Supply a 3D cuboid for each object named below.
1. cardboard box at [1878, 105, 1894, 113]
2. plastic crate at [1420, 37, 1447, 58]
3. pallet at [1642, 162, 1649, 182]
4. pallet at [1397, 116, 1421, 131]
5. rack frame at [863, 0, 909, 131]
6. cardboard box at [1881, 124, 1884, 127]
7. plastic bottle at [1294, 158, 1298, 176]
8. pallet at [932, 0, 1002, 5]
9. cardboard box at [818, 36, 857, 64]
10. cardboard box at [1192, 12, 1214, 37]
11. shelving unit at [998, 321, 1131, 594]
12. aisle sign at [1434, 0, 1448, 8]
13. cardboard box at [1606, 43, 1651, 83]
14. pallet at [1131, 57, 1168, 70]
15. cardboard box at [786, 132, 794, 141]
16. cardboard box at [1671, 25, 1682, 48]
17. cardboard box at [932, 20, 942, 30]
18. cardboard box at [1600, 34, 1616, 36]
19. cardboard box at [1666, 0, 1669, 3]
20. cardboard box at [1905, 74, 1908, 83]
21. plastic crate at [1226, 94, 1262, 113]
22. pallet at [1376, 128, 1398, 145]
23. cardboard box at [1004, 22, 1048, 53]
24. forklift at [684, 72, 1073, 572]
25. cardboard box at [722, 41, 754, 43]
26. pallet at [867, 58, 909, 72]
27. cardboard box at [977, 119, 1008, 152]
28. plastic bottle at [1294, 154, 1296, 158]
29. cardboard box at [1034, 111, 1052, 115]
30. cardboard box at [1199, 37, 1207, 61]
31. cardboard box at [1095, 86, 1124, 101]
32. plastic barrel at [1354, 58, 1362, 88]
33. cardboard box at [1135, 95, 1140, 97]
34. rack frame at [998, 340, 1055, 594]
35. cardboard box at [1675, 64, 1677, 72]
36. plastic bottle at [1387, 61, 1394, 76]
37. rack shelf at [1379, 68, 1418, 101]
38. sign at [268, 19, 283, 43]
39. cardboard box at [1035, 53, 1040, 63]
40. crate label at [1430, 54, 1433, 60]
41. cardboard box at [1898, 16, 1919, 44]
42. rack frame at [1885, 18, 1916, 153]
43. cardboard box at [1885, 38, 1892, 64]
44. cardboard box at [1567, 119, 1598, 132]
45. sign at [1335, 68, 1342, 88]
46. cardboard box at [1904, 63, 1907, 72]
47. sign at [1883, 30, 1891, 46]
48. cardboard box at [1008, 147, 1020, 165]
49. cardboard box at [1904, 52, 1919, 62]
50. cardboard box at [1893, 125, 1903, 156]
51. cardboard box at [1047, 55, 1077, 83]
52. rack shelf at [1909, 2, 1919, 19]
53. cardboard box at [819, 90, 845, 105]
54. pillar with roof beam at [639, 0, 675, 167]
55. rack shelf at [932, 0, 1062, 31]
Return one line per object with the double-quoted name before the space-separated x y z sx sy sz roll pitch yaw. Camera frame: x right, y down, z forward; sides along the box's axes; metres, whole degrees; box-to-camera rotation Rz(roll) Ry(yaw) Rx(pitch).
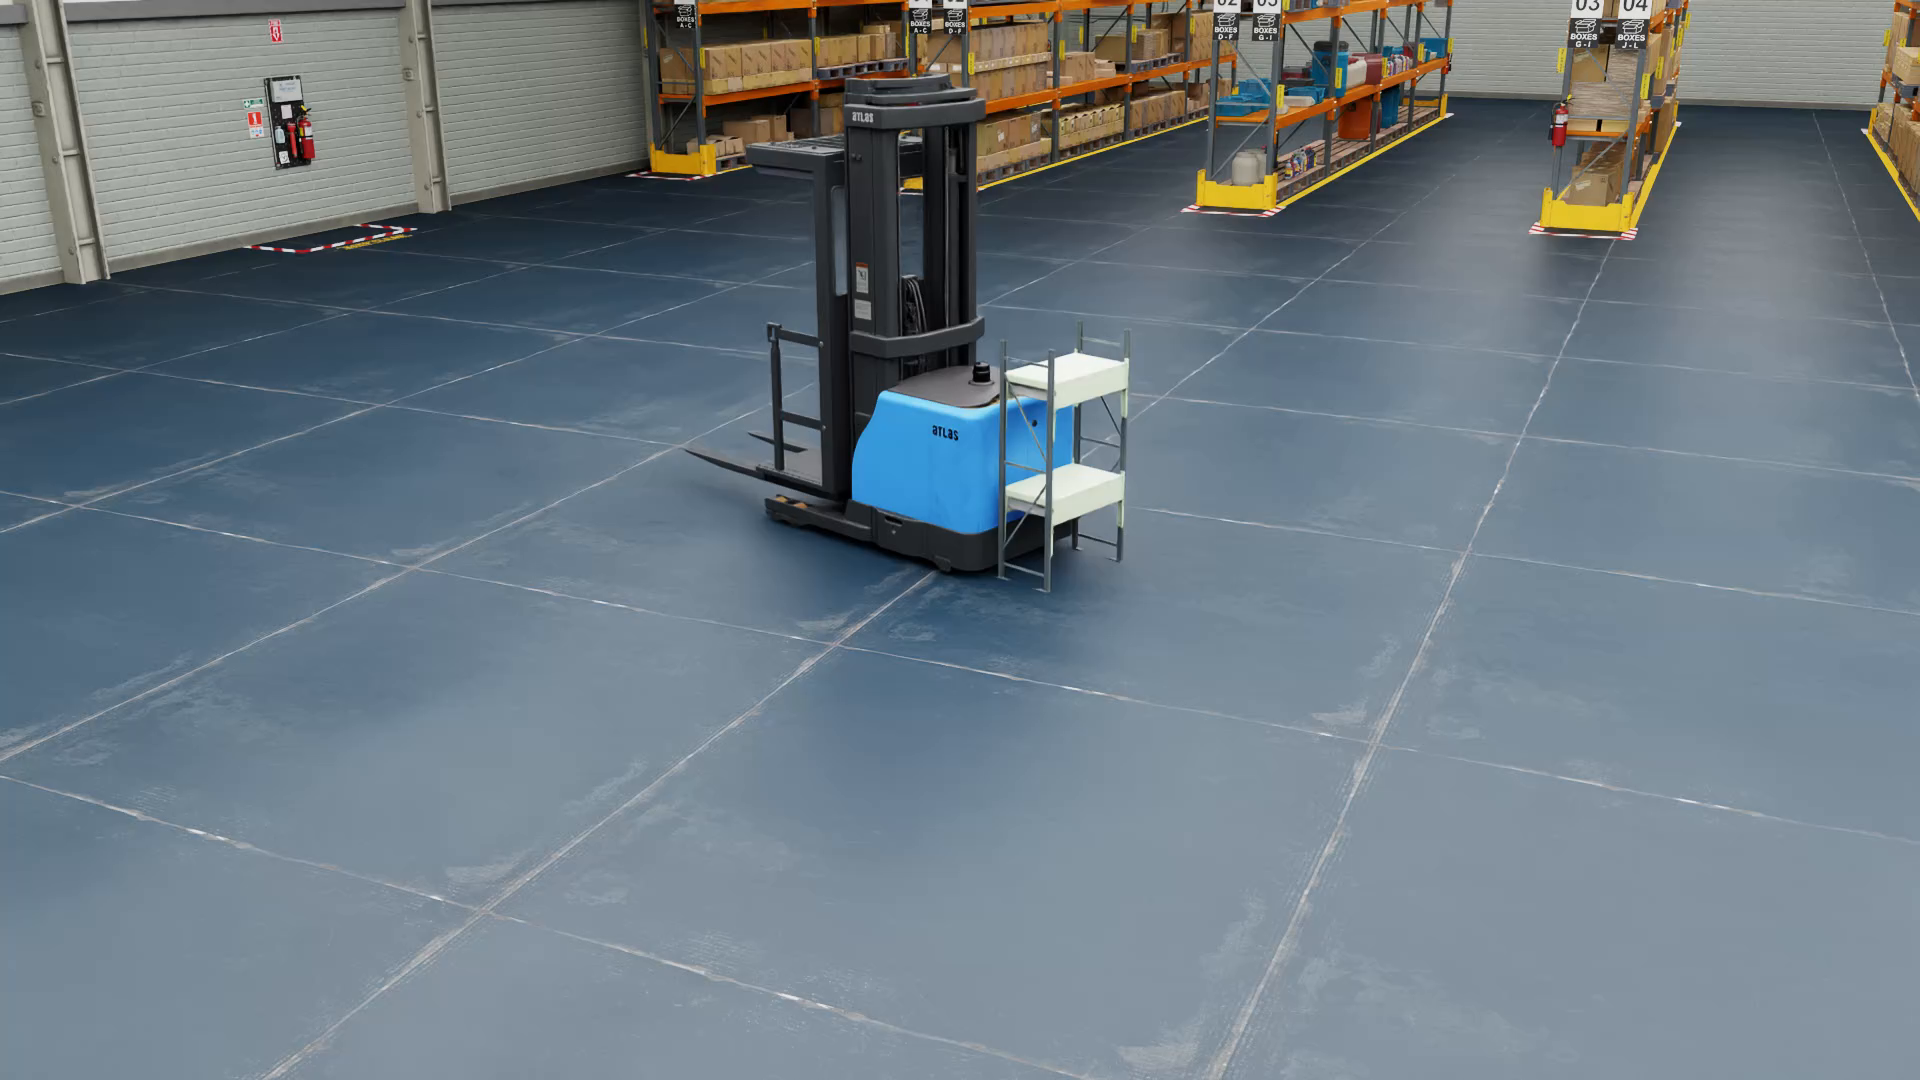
"cardboard box" 18.996 -8.806 33.993 0.380 0.149 0.250 8 21 23
"plastic crate" 10.774 -11.252 37.990 0.616 0.435 0.499 9 21 23
"pallet" 11.161 -6.286 28.330 1.003 0.211 1.213 9 21 23
"pallet" 9.369 -9.029 36.042 1.003 0.211 1.213 9 21 23
"rack frame" -1.573 -10.249 35.312 1.000 3.000 0.127 9 21 23
"cardboard box" 18.615 -8.208 33.200 0.380 0.149 0.250 9 21 23
"plastic bottle" 5.397 -6.013 26.815 0.097 0.271 0.097 0 20 0
"pallet" -0.015 -8.709 26.637 1.003 0.211 1.213 9 21 23
"cardboard box" -2.495 -9.807 33.263 0.700 0.500 0.500 12 23 30
"cardboard box" 5.457 -11.732 37.840 0.500 0.500 0.500 8 21 21
"shelving unit" 0.636 -0.518 10.187 0.431 1.500 0.755 17 26 39
"aisle sign" 11.038 -12.542 37.880 0.394 0.787 0.004 9 21 23
"cardboard box" 9.182 -6.554 22.836 0.500 0.500 0.500 9 21 23
"pallet" 3.740 -10.075 35.110 1.003 0.211 1.213 9 21 23
"cardboard box" -3.403 -7.731 31.803 0.380 0.166 0.250 6 20 16
"cardboard box" 14.469 -10.276 34.049 0.500 0.500 0.500 8 21 21
"cardboard box" -0.732 -11.221 36.301 0.500 0.250 0.500 9 21 23
"cardboard box" 9.726 -7.390 25.187 0.500 0.500 0.500 9 21 23
"cardboard box" 11.614 -9.067 27.736 0.500 0.250 0.500 9 22 24
"cardboard box" 16.353 -7.868 28.364 0.380 0.149 0.250 8 21 23
"plastic crate" 4.392 -6.766 25.740 0.499 0.251 0.408 9 21 23
"pallet" 8.251 -8.194 33.696 1.003 0.211 1.213 9 21 23
"cardboard box" 1.134 -8.870 29.348 0.700 0.500 0.500 9 21 23
"forklift" -0.687 -1.579 11.033 3.031 2.935 1.130 17 26 40
"cardboard box" -4.019 -8.894 30.577 0.500 0.500 0.500 9 22 24
"pallet" -1.768 -9.927 34.691 1.213 0.211 1.003 9 21 23
"cardboard box" 0.490 -6.822 28.033 0.500 0.500 0.500 9 21 23
"plastic bottle" 5.511 -6.207 27.343 0.061 0.283 0.133 9 21 23
"cardboard box" 1.628 -7.990 31.599 0.500 0.311 0.500 8 21 23
"cardboard box" 5.250 -11.116 37.600 0.500 0.500 0.500 9 21 24
"cardboard box" 3.136 -9.290 34.568 0.500 0.250 0.500 9 22 25
"plastic barrel" 7.066 -8.470 30.142 0.421 0.512 0.421 0 20 0
"cardboard box" 3.538 -9.238 35.542 0.500 0.500 0.500 8 21 21
"rack frame" 0.391 -0.427 9.931 0.400 1.500 0.023 17 26 39
"cardboard box" 14.472 -9.679 34.084 0.380 0.149 0.250 8 21 22
"plastic bottle" 8.505 -9.343 32.950 0.152 0.276 0.135 9 21 23
"rack shelf" 8.284 -9.162 33.329 1.077 0.370 4.000 9 21 23
"sign" -8.950 -6.656 21.747 0.001 0.298 0.199 9 21 23
"cardboard box" 1.186 -8.432 29.086 0.380 0.149 0.250 8 21 21
"crate label" 10.349 -10.790 37.137 0.396 0.136 0.243 9 21 23
"cardboard box" 18.258 -9.720 31.737 0.500 0.500 0.500 8 21 21
"rack frame" 18.105 -8.722 31.016 1.000 3.000 0.127 9 21 23
"cardboard box" 19.307 -10.032 34.109 0.500 0.500 0.500 10 22 25
"cardboard box" 8.636 -5.762 23.069 0.380 0.149 0.250 9 21 23
"sign" 6.324 -7.719 27.783 0.100 0.325 0.005 9 21 23
"cardboard box" 16.570 -8.171 28.773 0.380 0.149 0.250 9 21 23
"sign" 19.248 -10.427 34.519 0.100 0.325 0.005 9 21 23
"cardboard box" 0.710 -6.619 28.582 0.500 0.250 0.500 9 21 23
"cardboard box" 16.781 -8.466 29.159 0.380 0.149 0.250 10 22 25
"cardboard box" 16.916 -7.078 29.499 0.500 0.500 0.500 8 21 20
"cardboard box" 1.855 -8.789 31.056 0.500 0.500 0.500 10 22 27
"rack shelf" 17.286 -9.185 28.915 1.077 0.370 4.000 9 21 23
"cardboard box" -2.538 -8.931 33.561 0.500 0.250 0.500 8 21 21
"pillar with roof beam" -1.424 -10.372 26.705 9.100 9.000 0.400 9 21 23
"rack shelf" 0.491 -8.811 27.864 1.077 0.370 4.000 9 21 23
